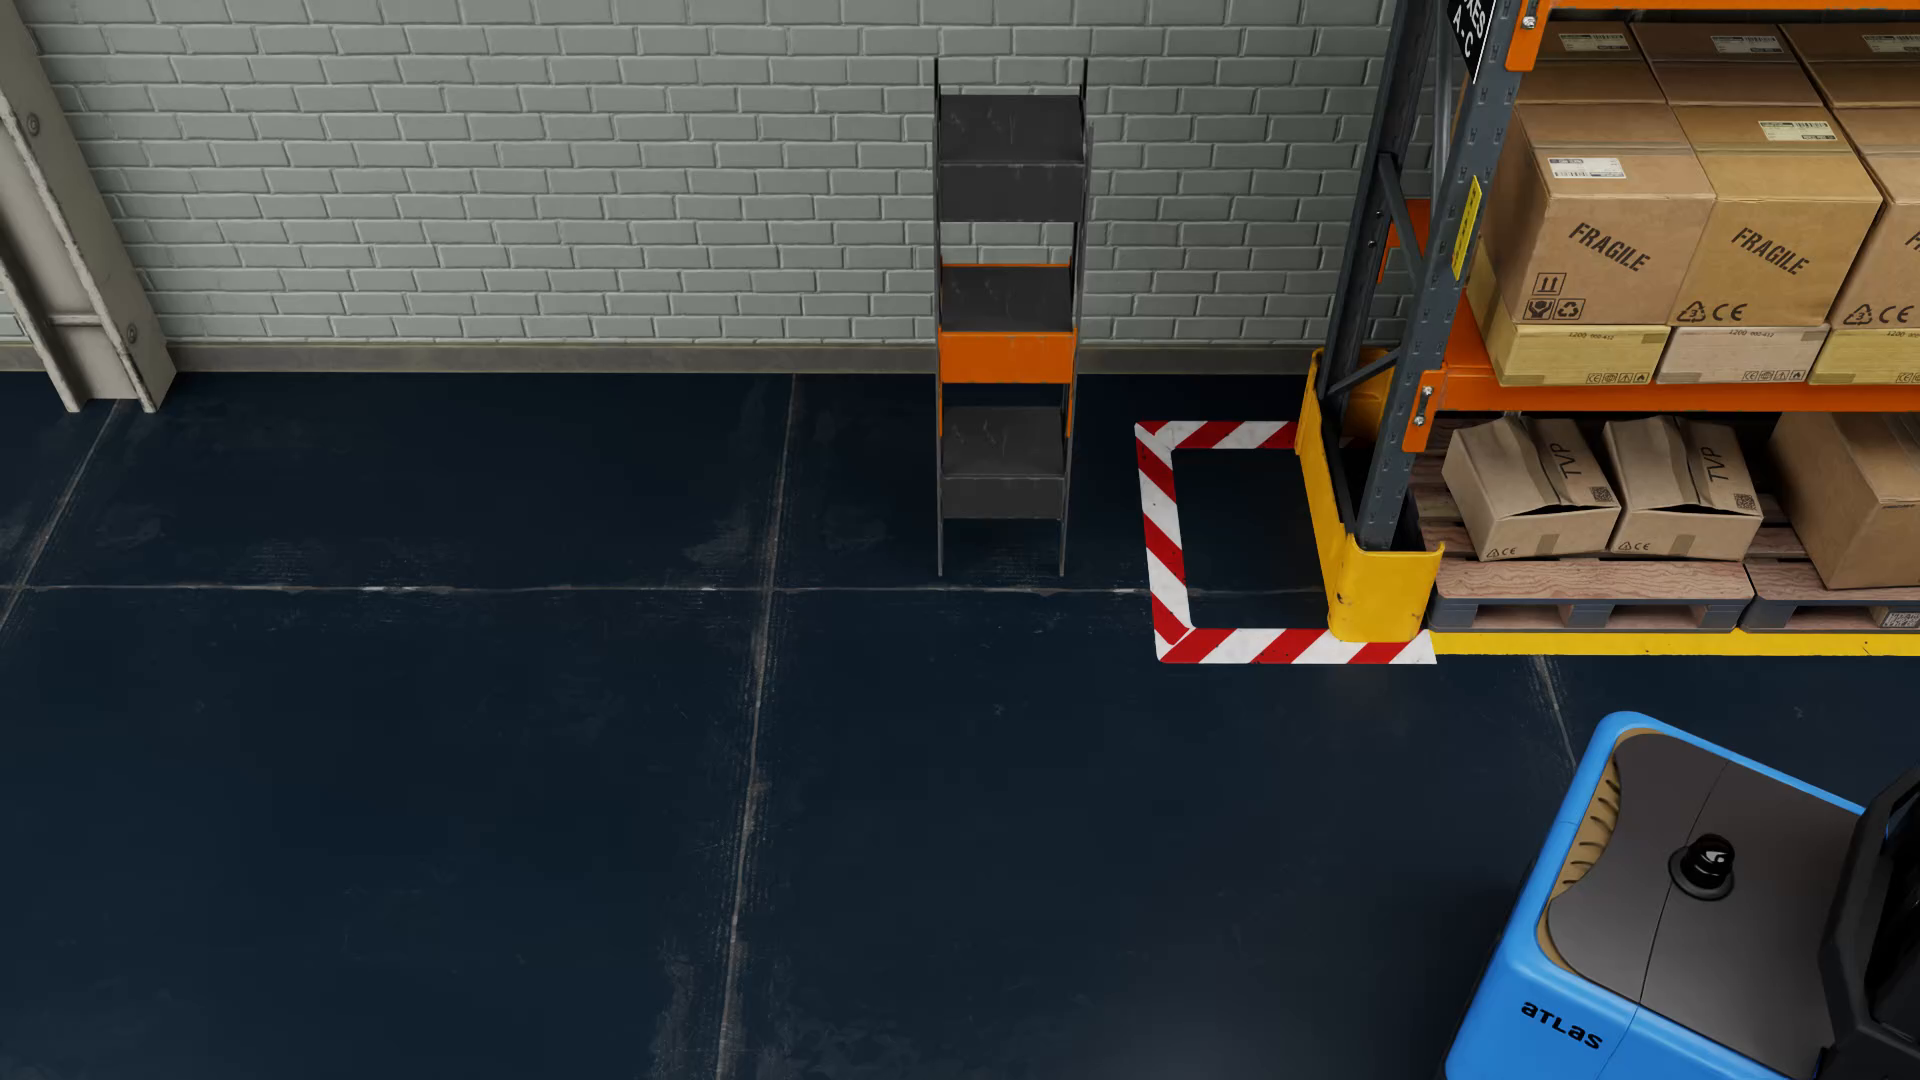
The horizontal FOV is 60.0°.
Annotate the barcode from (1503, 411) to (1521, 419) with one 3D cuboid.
[{"bbox_3d":[2.256,-0.515,6.791,0.075,0.075,0.001,0,47,0],"label":"barcode"}]

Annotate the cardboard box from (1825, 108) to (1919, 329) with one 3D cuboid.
[{"bbox_3d":[3.032,-1.028,5.315,0.500,0.500,0.500,-1,47,-1],"label":"cardboard box"}]

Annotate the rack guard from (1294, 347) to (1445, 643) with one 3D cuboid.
[{"bbox_3d":[1.621,-0.201,6.676,0.348,0.500,1.175,0,47,0],"label":"rack guard"}]

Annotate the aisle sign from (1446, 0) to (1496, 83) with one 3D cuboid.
[{"bbox_3d":[1.472,-1.719,4.606,0.004,0.787,0.394,0,47,0],"label":"aisle sign"}]

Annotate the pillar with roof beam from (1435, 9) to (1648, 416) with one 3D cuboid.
[{"bbox_3d":[2.232,-0.577,1.220,0.400,9.000,9.100,0,47,0],"label":"pillar with roof beam"}]

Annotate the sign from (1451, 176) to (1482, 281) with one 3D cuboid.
[{"bbox_3d":[1.543,-0.951,5.075,0.005,0.325,0.100,0,47,0],"label":"sign"}]

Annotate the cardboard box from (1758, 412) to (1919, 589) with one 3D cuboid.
[{"bbox_3d":[3.540,-0.243,6.415,0.500,0.500,0.700,-3,47,-2],"label":"cardboard box"}]

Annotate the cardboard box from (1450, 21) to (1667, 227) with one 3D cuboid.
[{"bbox_3d":[2.017,-1.418,5.678,0.500,0.500,0.500,0,47,0],"label":"cardboard box"}]

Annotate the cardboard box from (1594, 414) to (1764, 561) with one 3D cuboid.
[{"bbox_3d":[2.806,-0.217,6.520,0.500,0.311,0.500,4,47,3],"label":"cardboard box"}]

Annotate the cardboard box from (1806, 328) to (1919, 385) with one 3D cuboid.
[{"bbox_3d":[3.060,-0.778,5.595,0.500,0.250,0.500,-1,47,0],"label":"cardboard box"}]

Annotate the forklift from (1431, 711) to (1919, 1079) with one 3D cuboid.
[{"bbox_3d":[2.947,1.083,3.820,3.031,2.935,1.130,24,52,21],"label":"forklift"}]

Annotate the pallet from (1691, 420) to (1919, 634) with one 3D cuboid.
[{"bbox_3d":[3.650,-0.069,6.751,1.213,0.211,1.003,0,47,0],"label":"pallet"}]

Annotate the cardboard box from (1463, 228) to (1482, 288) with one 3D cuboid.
[{"bbox_3d":[2.013,-1.149,5.940,0.500,0.250,0.500,1,47,1],"label":"cardboard box"}]

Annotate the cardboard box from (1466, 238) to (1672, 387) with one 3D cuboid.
[{"bbox_3d":[2.031,-0.775,5.592,0.500,0.250,0.500,-1,47,-1],"label":"cardboard box"}]

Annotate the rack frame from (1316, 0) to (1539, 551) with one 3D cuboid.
[{"bbox_3d":[1.545,-1.053,5.761,0.127,3.000,1.000,0,47,0],"label":"rack frame"}]

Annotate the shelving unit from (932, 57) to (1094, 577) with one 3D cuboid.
[{"bbox_3d":[0.166,-0.715,6.062,0.503,2.100,0.431,0,47,0],"label":"shelving unit"}]

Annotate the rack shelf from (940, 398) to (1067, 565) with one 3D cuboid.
[{"bbox_3d":[0.166,-0.229,6.584,0.480,0.518,0.431,0,47,0],"label":"rack shelf"}]

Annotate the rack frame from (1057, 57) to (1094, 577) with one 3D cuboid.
[{"bbox_3d":[0.410,-0.714,6.061,0.015,2.100,0.400,0,47,0],"label":"rack frame"}]

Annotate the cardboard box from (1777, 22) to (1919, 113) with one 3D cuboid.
[{"bbox_3d":[3.037,-1.411,5.672,0.500,0.500,0.500,-1,47,-1],"label":"cardboard box"}]

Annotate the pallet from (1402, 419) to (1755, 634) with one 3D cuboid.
[{"bbox_3d":[2.433,-0.074,6.756,1.213,0.211,1.003,0,47,0],"label":"pallet"}]

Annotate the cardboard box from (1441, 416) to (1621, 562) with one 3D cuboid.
[{"bbox_3d":[2.236,-0.219,6.522,0.500,0.311,0.500,-5,47,-4],"label":"cardboard box"}]

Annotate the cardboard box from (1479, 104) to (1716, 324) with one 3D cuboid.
[{"bbox_3d":[2.021,-1.043,5.329,0.500,0.500,0.500,0,47,0],"label":"cardboard box"}]

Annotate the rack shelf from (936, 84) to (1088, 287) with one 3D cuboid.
[{"bbox_3d":[0.166,-1.183,5.559,0.480,0.518,0.431,0,47,0],"label":"rack shelf"}]

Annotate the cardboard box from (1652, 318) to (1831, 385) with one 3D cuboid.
[{"bbox_3d":[2.551,-0.784,5.600,0.500,0.250,0.500,-1,47,-1],"label":"cardboard box"}]

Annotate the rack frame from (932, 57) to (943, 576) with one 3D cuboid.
[{"bbox_3d":[-0.078,-0.716,6.062,0.015,2.100,0.400,0,47,0],"label":"rack frame"}]

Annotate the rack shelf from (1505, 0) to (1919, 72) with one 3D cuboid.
[{"bbox_3d":[3.545,-1.824,4.922,4.000,0.370,1.077,0,47,0],"label":"rack shelf"}]

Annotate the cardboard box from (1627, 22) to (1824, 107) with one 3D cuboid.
[{"bbox_3d":[2.520,-1.410,5.670,0.500,0.500,0.500,1,47,1],"label":"cardboard box"}]

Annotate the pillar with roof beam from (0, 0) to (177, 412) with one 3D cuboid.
[{"bbox_3d":[-3.768,-0.593,1.235,0.400,9.000,9.100,0,47,0],"label":"pillar with roof beam"}]

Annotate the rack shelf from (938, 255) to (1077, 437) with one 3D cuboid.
[{"bbox_3d":[0.166,-0.706,6.072,0.480,0.518,0.431,0,47,0],"label":"rack shelf"}]

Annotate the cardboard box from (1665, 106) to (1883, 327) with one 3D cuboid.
[{"bbox_3d":[2.515,-1.034,5.321,0.500,0.500,0.500,0,47,0],"label":"cardboard box"}]

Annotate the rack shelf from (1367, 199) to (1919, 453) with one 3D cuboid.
[{"bbox_3d":[3.545,-0.802,6.020,4.000,0.370,1.077,0,47,0],"label":"rack shelf"}]
